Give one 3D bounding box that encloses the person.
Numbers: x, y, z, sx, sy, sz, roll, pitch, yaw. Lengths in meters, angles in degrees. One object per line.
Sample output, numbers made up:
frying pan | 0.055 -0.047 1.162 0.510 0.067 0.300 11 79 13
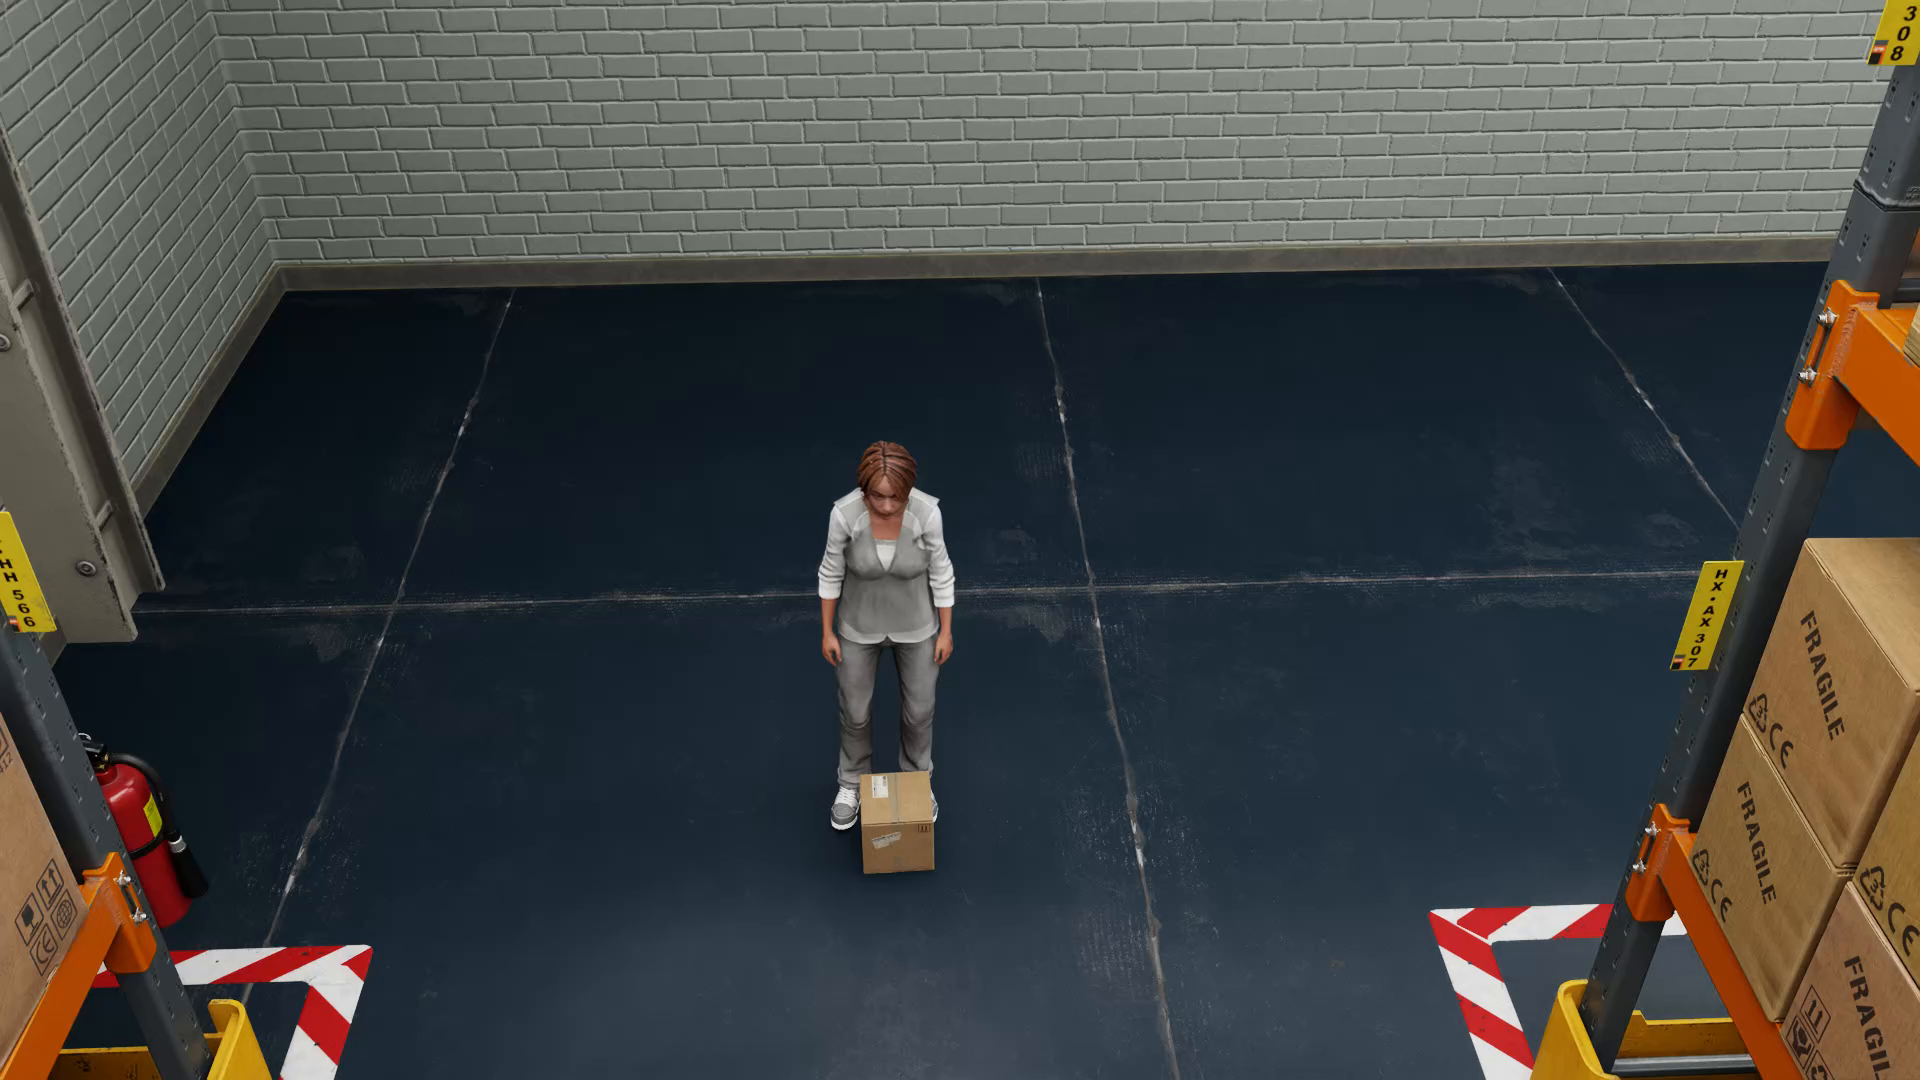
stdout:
person | -0.248 0.319 5.712 0.460 1.593 0.343 -1 36 -2
